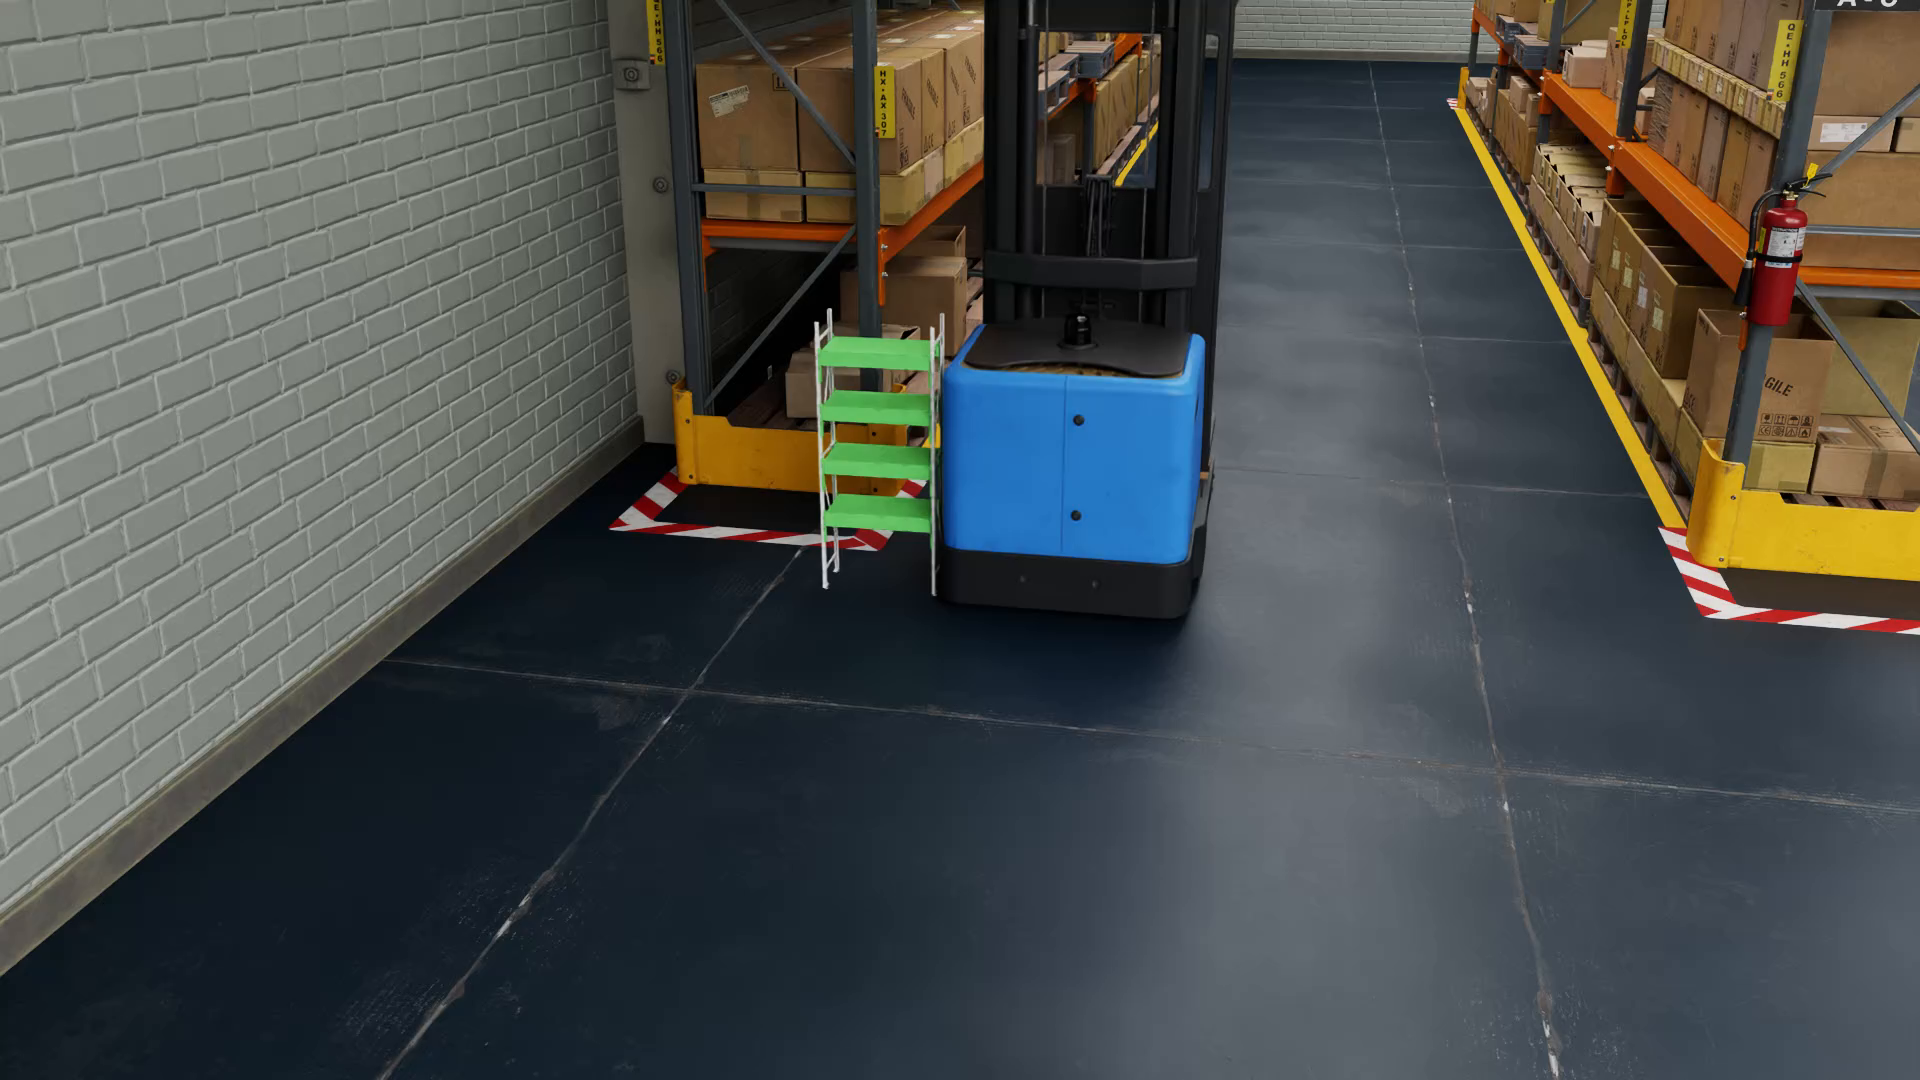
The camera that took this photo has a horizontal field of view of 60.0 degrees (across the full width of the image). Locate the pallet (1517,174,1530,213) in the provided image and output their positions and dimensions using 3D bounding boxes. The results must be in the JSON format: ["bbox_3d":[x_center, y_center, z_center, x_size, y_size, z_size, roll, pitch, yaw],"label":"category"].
[{"bbox_3d":[5.787,-3.203,15.525,1.003,0.211,1.213,4,22,11],"label":"pallet"}]

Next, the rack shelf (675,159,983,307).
[{"bbox_3d":[-0.477,-2.075,9.953,1.077,0.370,4.000,4,22,11],"label":"rack shelf"}]

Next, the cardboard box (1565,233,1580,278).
[{"bbox_3d":[4.687,-2.042,12.026,0.500,0.250,0.500,4,22,10],"label":"cardboard box"}]

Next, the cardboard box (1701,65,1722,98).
[{"bbox_3d":[4.225,-2.461,8.946,0.380,0.149,0.250,4,22,10],"label":"cardboard box"}]

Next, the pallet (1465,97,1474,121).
[{"bbox_3d":[7.053,-5.539,21.326,1.003,0.211,1.213,4,22,11],"label":"pallet"}]

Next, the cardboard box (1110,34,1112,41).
[{"bbox_3d":[1.344,-5.160,16.961,0.380,0.149,0.250,5,22,11],"label":"cardboard box"}]

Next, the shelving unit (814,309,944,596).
[{"bbox_3d":[-0.335,-0.371,7.168,0.503,1.200,0.258,4,22,9],"label":"shelving unit"}]

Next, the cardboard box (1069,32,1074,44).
[{"bbox_3d":[0.661,-4.681,14.738,0.700,0.500,0.500,2,22,5],"label":"cardboard box"}]

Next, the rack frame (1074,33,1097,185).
[{"bbox_3d":[0.748,-4.603,15.267,1.000,3.000,0.127,4,22,11],"label":"rack frame"}]

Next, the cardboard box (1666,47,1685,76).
[{"bbox_3d":[4.435,-2.841,9.891,0.380,0.149,0.250,4,22,10],"label":"cardboard box"}]

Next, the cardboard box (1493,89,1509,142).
[{"bbox_3d":[6.077,-4.576,17.957,0.500,0.500,0.500,3,22,8],"label":"cardboard box"}]

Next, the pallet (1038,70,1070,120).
[{"bbox_3d":[0.230,-3.319,12.337,1.003,0.211,1.213,4,22,11],"label":"pallet"}]

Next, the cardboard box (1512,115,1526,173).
[{"bbox_3d":[5.665,-3.820,16.081,0.500,0.500,0.500,4,22,9],"label":"cardboard box"}]

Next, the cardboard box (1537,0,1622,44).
[{"bbox_3d":[5.616,-4.707,14.829,0.700,0.500,0.500,-3,22,-7],"label":"cardboard box"}]

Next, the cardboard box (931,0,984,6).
[{"bbox_3d":[0.190,-3.778,12.496,0.700,0.500,0.500,7,23,16],"label":"cardboard box"}]

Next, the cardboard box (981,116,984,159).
[{"bbox_3d":[-0.066,-2.517,10.261,0.500,0.250,0.500,4,22,11],"label":"cardboard box"}]

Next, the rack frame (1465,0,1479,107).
[{"bbox_3d":[7.230,-7.152,21.598,1.000,3.000,0.127,4,22,11],"label":"rack frame"}]

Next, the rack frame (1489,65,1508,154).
[{"bbox_3d":[6.414,-5.690,17.965,1.000,3.000,0.127,4,22,11],"label":"rack frame"}]

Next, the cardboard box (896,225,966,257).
[{"bbox_3d":[-0.241,-1.802,11.070,0.500,0.500,0.500,3,22,7],"label":"cardboard box"}]

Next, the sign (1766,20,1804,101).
[{"bbox_3d":[3.437,-1.994,6.923,0.100,0.325,0.005,4,22,11],"label":"sign"}]

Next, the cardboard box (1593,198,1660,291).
[{"bbox_3d":[4.380,-1.885,10.634,0.500,0.500,0.500,4,22,11],"label":"cardboard box"}]

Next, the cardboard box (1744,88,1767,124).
[{"bbox_3d":[4.014,-2.084,8.010,0.380,0.149,0.250,5,22,12],"label":"cardboard box"}]

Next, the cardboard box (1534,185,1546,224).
[{"bbox_3d":[5.102,-2.793,13.892,0.500,0.250,0.500,4,22,9],"label":"cardboard box"}]

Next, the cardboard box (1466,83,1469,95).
[{"bbox_3d":[6.757,-5.824,21.503,0.380,0.166,0.250,4,22,11],"label":"cardboard box"}]

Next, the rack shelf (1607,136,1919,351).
[{"bbox_3d":[4.374,-1.699,9.019,1.077,0.370,4.000,4,22,11],"label":"rack shelf"}]

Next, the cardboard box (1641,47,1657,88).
[{"bbox_3d":[5.062,-3.282,11.855,0.500,0.500,0.500,6,23,15],"label":"cardboard box"}]

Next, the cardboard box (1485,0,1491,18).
[{"bbox_3d":[6.573,-6.501,19.848,0.500,0.500,0.500,5,22,12],"label":"cardboard box"}]

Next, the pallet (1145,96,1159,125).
[{"bbox_3d":[2.042,-5.492,21.207,1.003,0.211,1.213,4,22,11],"label":"pallet"}]

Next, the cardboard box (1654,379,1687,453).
[{"bbox_3d":[3.876,-0.623,8.503,0.500,0.250,0.500,4,22,11],"label":"cardboard box"}]

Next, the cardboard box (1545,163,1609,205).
[{"bbox_3d":[4.998,-2.858,13.302,0.500,0.311,0.500,4,22,9],"label":"cardboard box"}]

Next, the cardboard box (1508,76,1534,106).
[{"bbox_3d":[5.873,-4.558,16.909,0.500,0.250,0.500,5,22,11],"label":"cardboard box"}]

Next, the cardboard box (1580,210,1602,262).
[{"bbox_3d":[4.584,-2.113,11.453,0.500,0.311,0.500,4,22,11],"label":"cardboard box"}]

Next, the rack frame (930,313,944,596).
[{"bbox_3d":[-0.095,-0.355,7.129,0.015,1.200,0.240,4,22,9],"label":"rack frame"}]

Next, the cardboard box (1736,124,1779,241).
[{"bbox_3d":[4.176,-1.709,7.949,0.700,0.500,0.500,5,22,12],"label":"cardboard box"}]

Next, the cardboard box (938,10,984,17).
[{"bbox_3d":[0.138,-3.231,11.031,0.500,0.500,0.500,4,22,11],"label":"cardboard box"}]

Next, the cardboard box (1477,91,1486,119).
[{"bbox_3d":[6.406,-5.151,19.638,0.500,0.311,0.500,4,22,11],"label":"cardboard box"}]

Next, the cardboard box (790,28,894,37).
[{"bbox_3d":[-0.680,-2.710,9.738,0.500,0.500,0.500,5,22,12],"label":"cardboard box"}]

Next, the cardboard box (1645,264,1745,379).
[{"bbox_3d":[3.973,-1.154,8.818,0.500,0.500,0.500,4,22,11],"label":"cardboard box"}]

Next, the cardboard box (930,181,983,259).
[{"bbox_3d":[0.065,-2.455,12.691,0.700,0.500,0.500,5,23,13],"label":"cardboard box"}]

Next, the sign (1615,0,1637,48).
[{"bbox_3d":[4.248,-3.302,10.593,0.100,0.325,0.005,4,22,11],"label":"sign"}]

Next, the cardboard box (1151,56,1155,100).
[{"bbox_3d":[2.131,-5.933,21.355,0.700,0.500,0.500,4,22,9],"label":"cardboard box"}]

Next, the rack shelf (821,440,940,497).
[{"bbox_3d":[-0.335,-0.311,7.192,0.480,0.148,0.258,4,22,9],"label":"rack shelf"}]

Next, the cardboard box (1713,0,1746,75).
[{"bbox_3d":[4.390,-2.698,8.668,0.700,0.500,0.500,4,22,11],"label":"cardboard box"}]

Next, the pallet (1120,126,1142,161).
[{"bbox_3d":[1.480,-4.484,18.706,1.003,0.211,1.213,4,22,11],"label":"pallet"}]

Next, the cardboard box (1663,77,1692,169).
[{"bbox_3d":[4.596,-2.454,9.798,0.700,0.500,0.500,4,22,10],"label":"cardboard box"}]

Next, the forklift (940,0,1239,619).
[{"bbox_3d":[0.693,-1.553,7.786,1.130,2.935,3.031,4,22,10],"label":"forklift"}]

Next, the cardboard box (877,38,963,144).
[{"bbox_3d":[-0.271,-2.485,9.178,0.500,0.500,0.500,4,22,9],"label":"cardboard box"}]

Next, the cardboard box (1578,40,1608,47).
[{"bbox_3d":[5.481,-4.056,14.028,0.500,0.311,0.500,6,23,14],"label":"cardboard box"}]

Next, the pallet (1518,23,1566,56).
[{"bbox_3d":[5.990,-4.849,16.136,1.003,0.211,1.213,4,22,11],"label":"pallet"}]

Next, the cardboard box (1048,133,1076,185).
[{"bbox_3d":[0.652,-3.380,14.988,0.700,0.500,0.500,5,22,12],"label":"cardboard box"}]

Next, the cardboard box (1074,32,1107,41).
[{"bbox_3d":[1.097,-4.955,15.582,0.500,0.500,0.500,5,22,13],"label":"cardboard box"}]

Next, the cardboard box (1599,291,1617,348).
[{"bbox_3d":[4.283,-1.354,10.319,0.500,0.250,0.500,4,22,11],"label":"cardboard box"}]

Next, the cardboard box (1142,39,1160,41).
[{"bbox_3d":[2.487,-6.540,21.994,0.380,0.149,0.250,4,22,10],"label":"cardboard box"}]

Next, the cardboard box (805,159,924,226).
[{"bbox_3d":[-0.474,-1.771,8.410,0.500,0.250,0.500,4,22,9],"label":"cardboard box"}]

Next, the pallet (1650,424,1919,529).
[{"bbox_3d":[4.080,-0.290,8.292,1.003,0.211,1.213,4,22,11],"label":"pallet"}]

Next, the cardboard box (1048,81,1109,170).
[{"bbox_3d":[1.026,-4.059,16.233,0.750,0.750,0.750,4,22,10],"label":"cardboard box"}]

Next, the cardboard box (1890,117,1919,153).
[{"bbox_3d":[4.256,-1.775,7.244,0.380,0.149,0.250,4,22,11],"label":"cardboard box"}]
